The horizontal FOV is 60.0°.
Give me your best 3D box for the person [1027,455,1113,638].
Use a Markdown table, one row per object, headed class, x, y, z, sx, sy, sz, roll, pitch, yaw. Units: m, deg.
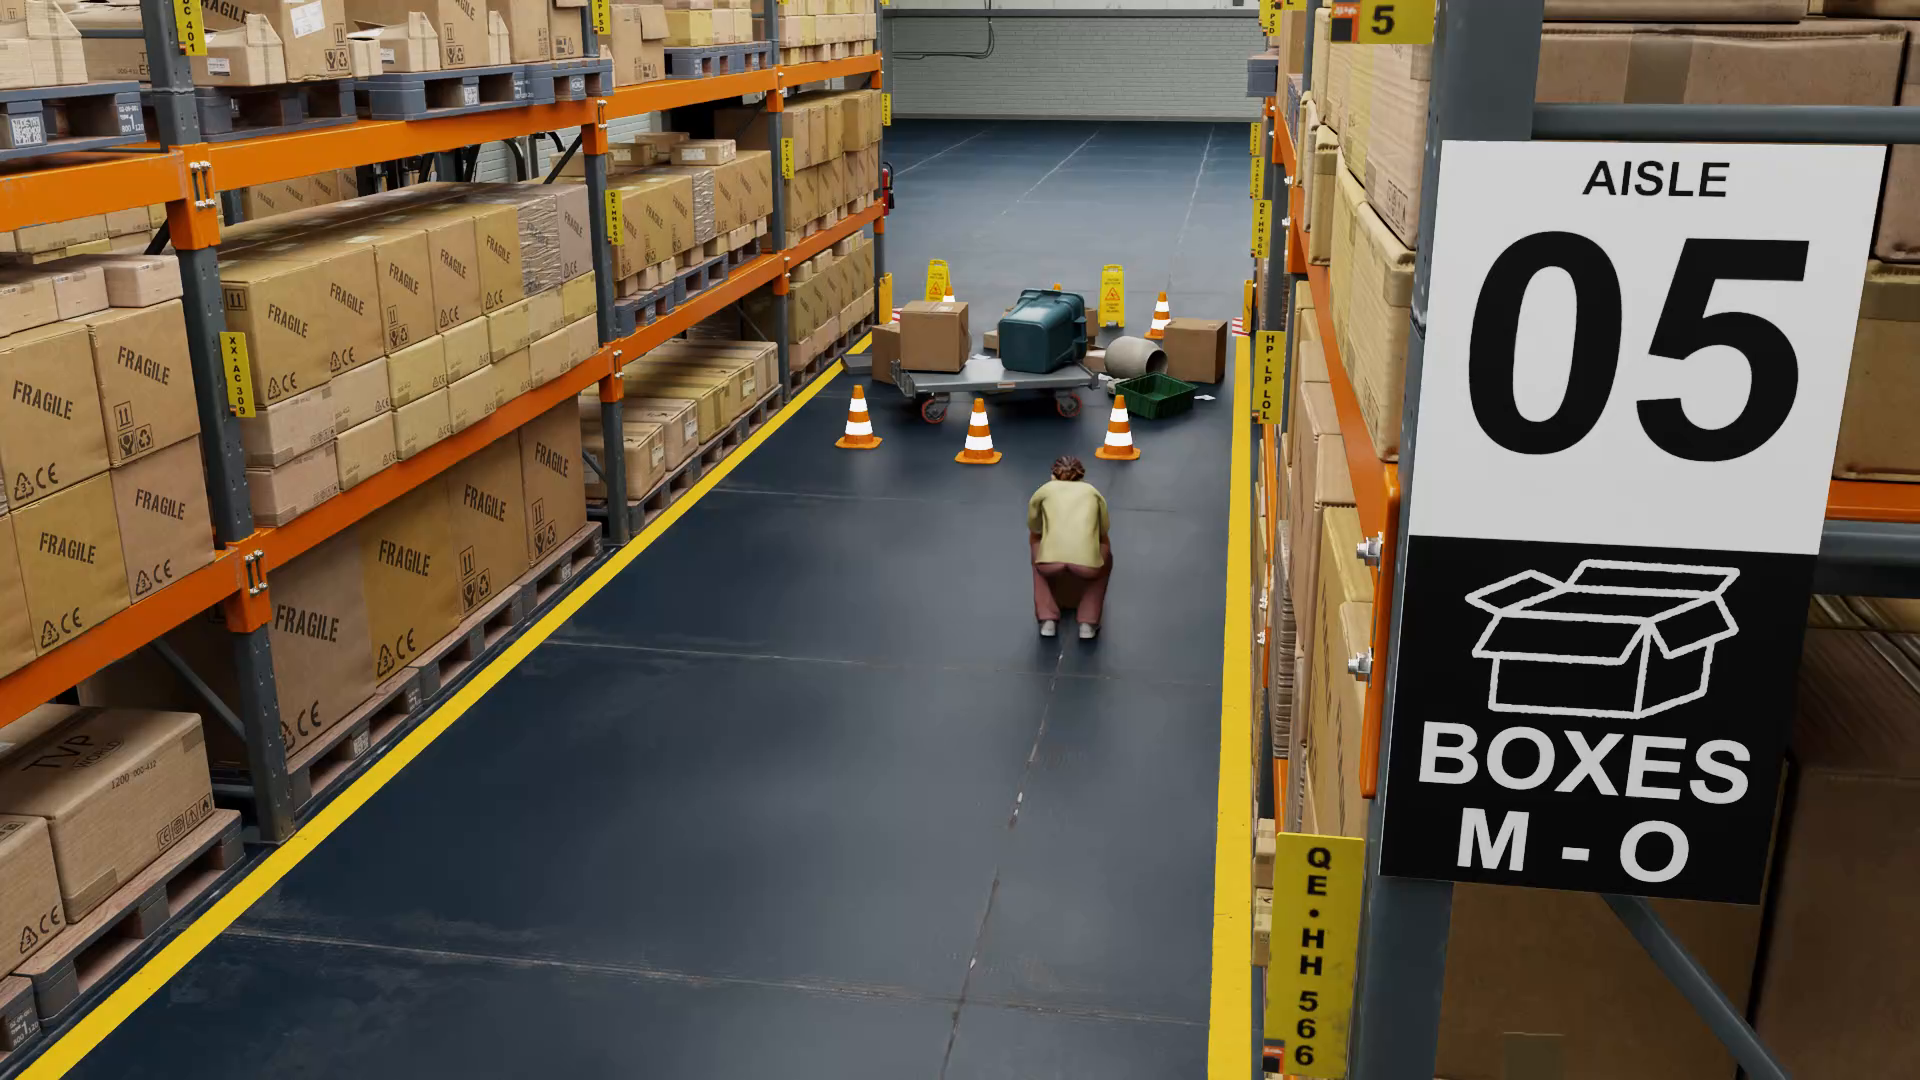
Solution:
| class | x | y | z | sx | sy | sz | roll | pitch | yaw |
| --- | --- | --- | --- | --- | --- | --- | --- | --- | --- |
| person | 0.598 | 0.089 | 9.228 | 0.489 | 0.786 | 0.799 | 3 | 18 | 9 |
